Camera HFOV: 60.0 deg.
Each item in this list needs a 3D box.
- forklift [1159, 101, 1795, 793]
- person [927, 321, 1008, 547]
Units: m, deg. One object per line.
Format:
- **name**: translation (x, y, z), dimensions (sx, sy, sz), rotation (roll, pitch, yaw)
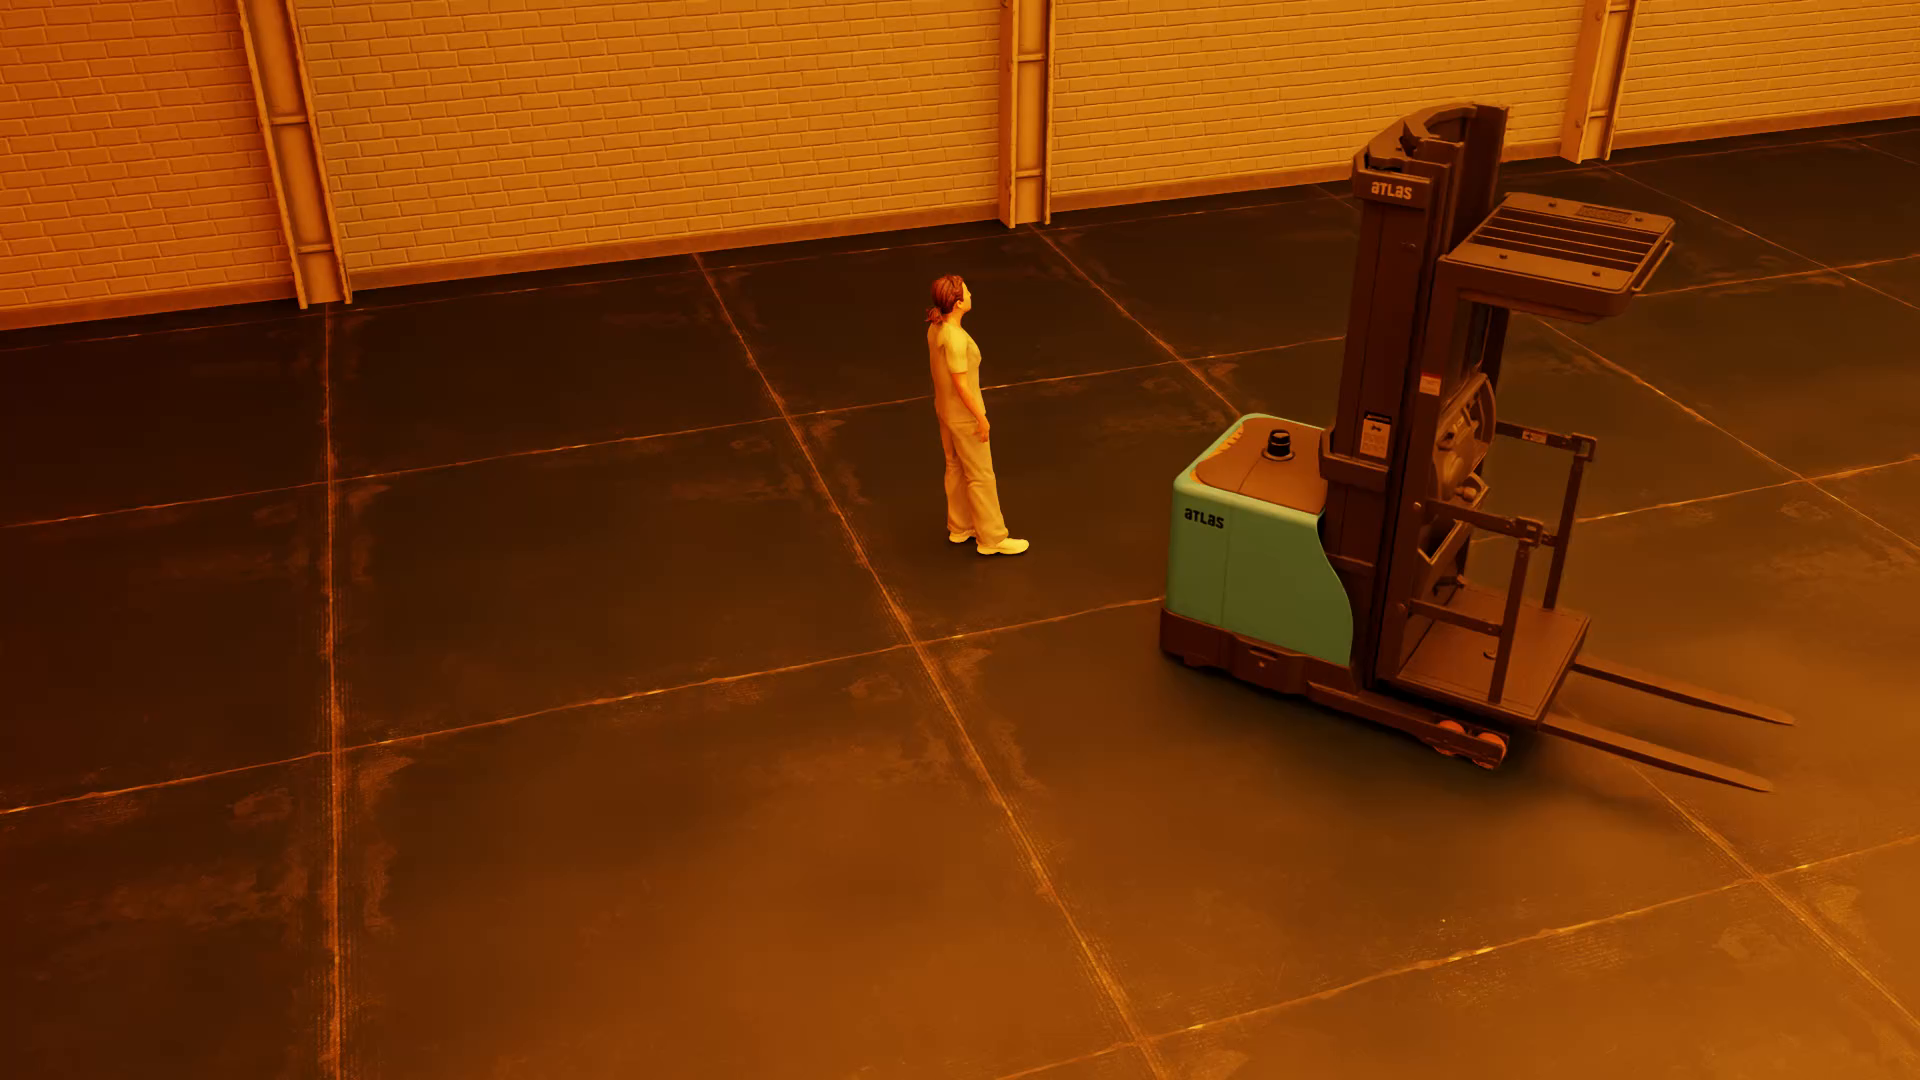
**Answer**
- **forklift**: translation (2.592, -0.464, 7.894), dimensions (3.031, 2.935, 1.130), rotation (17, 34, 27)
- **person**: translation (0.030, -0.654, 9.652), dimensions (0.395, 1.362, 0.518), rotation (-10, 31, -16)
